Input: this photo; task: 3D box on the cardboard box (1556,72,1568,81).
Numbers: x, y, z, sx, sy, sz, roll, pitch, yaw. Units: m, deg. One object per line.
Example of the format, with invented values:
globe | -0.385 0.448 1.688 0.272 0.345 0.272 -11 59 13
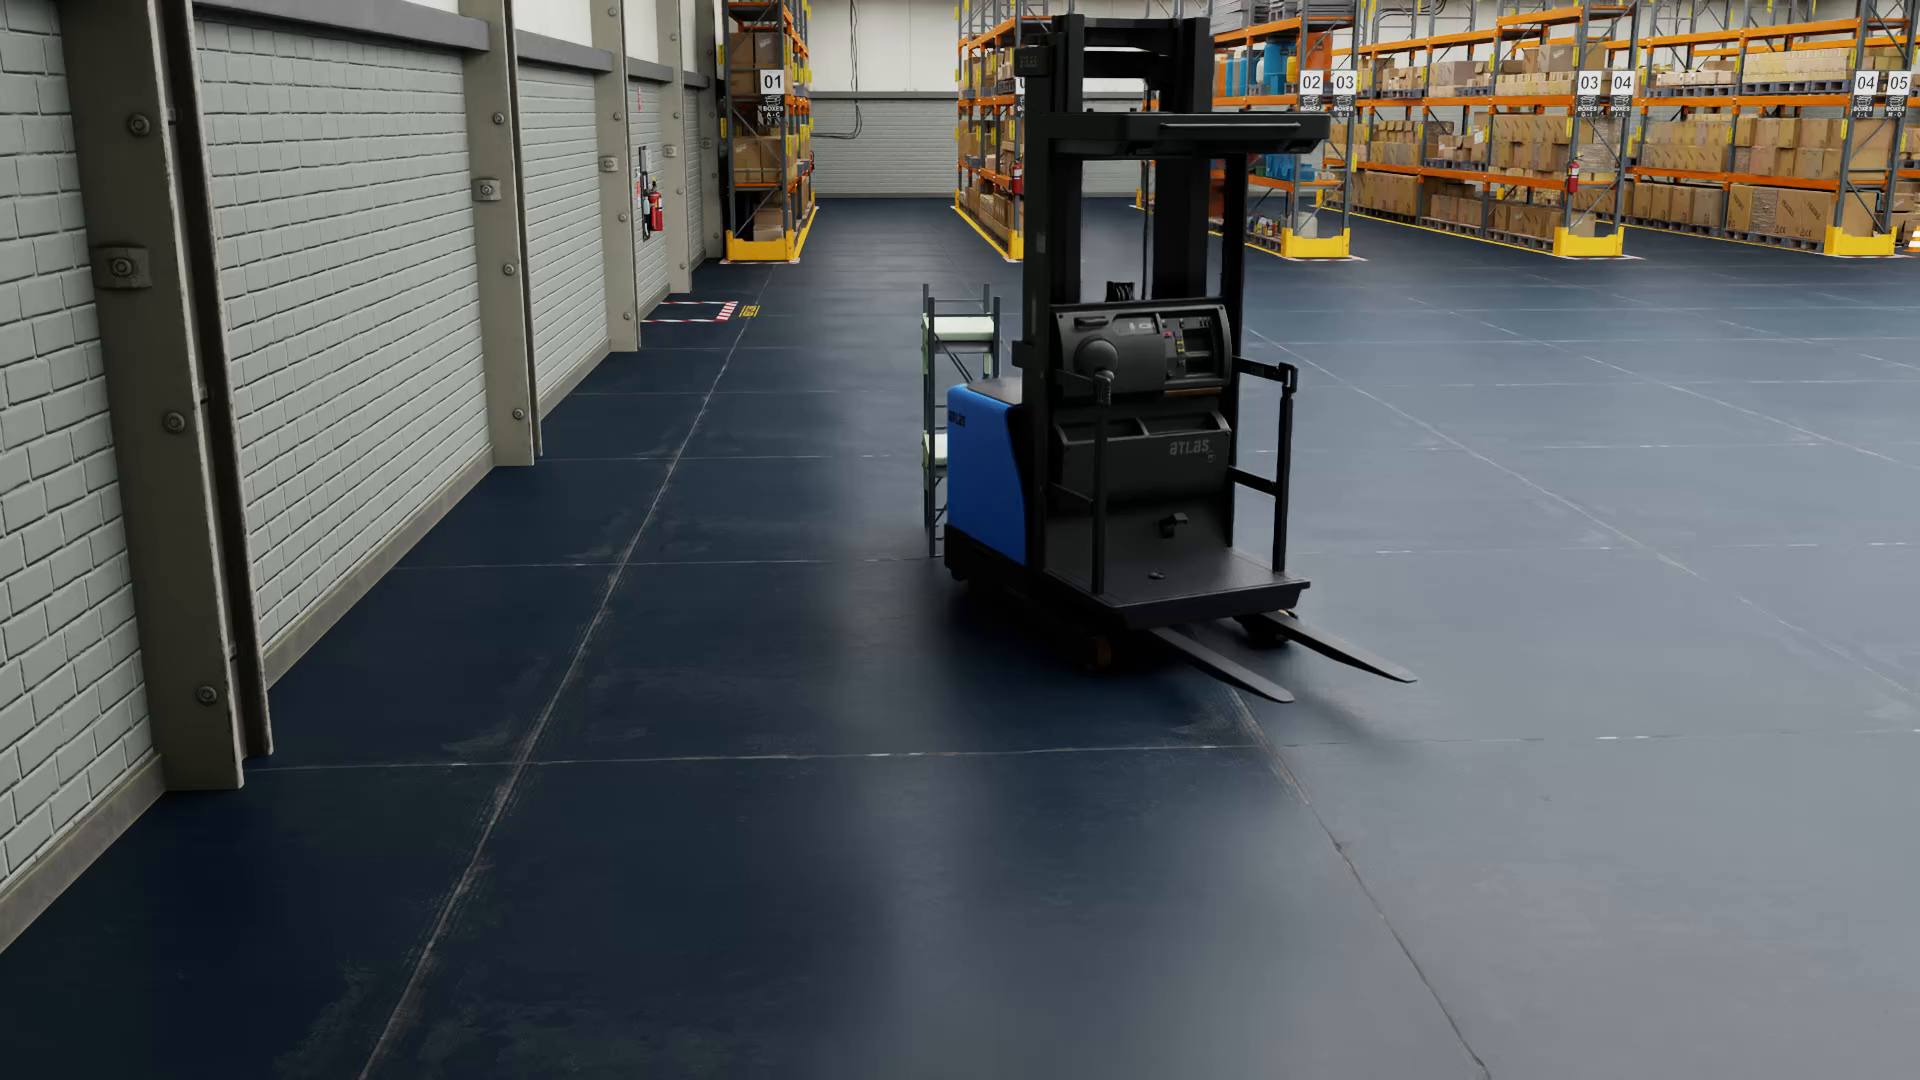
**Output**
cardboard box | 10.983 -8.359 29.975 0.380 0.149 0.250 -2 15 -6

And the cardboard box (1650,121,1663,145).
cardboard box | 15.816 -9.050 36.974 0.700 0.500 0.500 -1 14 -4

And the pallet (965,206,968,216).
pallet | 0.664 -8.241 41.633 1.003 0.211 1.213 -1 14 -3

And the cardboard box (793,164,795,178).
cardboard box | -3.309 -6.804 30.711 0.500 0.250 0.500 -1 14 -3

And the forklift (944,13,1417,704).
forklift | 0.974 -0.936 7.780 1.130 2.935 3.031 -6 16 -23

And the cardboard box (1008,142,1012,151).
cardboard box | 1.109 -7.404 31.279 0.380 0.149 0.250 -1 14 -5

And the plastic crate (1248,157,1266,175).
plastic crate | 6.051 -7.345 32.677 0.767 0.338 0.504 -1 14 -3

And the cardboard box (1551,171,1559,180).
cardboard box | 11.032 -6.658 30.388 0.380 0.149 0.250 -1 14 -3

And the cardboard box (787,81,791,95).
cardboard box | -3.354 -8.353 30.211 0.500 0.500 0.500 0 14 0

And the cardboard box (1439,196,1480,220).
cardboard box | 10.950 -7.276 36.421 0.700 0.500 0.500 -2 15 -8

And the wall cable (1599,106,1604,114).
wall cable | 19.864 -12.630 50.992 0.585 1.953 0.123 -1 14 -3

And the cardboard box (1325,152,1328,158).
cardboard box | 10.038 -10.353 44.747 0.380 0.149 0.250 -1 14 -3

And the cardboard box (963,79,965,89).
cardboard box | 0.349 -11.409 41.625 0.500 0.250 0.500 -1 14 -3

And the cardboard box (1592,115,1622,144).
cardboard box | 11.575 -7.406 29.987 0.500 0.500 0.500 -1 14 -3

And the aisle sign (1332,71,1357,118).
aisle sign | 6.690 -7.758 28.940 0.394 0.787 0.004 -1 14 -3

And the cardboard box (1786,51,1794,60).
cardboard box | 15.823 -9.130 31.330 0.380 0.149 0.250 -1 14 -4

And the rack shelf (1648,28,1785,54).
rack shelf | 15.922 -10.495 35.005 1.077 0.370 4.000 -1 14 -3

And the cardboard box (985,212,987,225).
cardboard box | 0.795 -6.781 35.038 0.500 0.250 0.500 -1 14 -2

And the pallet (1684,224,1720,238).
pallet | 15.923 -6.475 34.768 1.003 0.211 1.213 -1 14 -3

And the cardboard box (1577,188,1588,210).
cardboard box | 15.366 -8.298 40.430 0.500 0.500 0.500 0 14 -1

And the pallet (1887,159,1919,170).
pallet | 20.896 -8.146 36.054 1.003 0.211 1.213 -1 14 -3

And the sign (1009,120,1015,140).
sign | 0.907 -7.107 28.830 0.100 0.325 0.005 -1 14 -3

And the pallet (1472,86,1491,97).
pallet | 11.157 -9.100 33.732 1.213 0.211 1.003 -1 14 -3

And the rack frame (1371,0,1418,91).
rack frame | 10.593 -12.478 40.465 1.000 3.000 0.127 -1 14 -3

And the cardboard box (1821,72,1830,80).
cardboard box | 15.903 -8.427 30.199 0.380 0.149 0.250 -1 14 -3

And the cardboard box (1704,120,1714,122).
cardboard box | 20.061 -10.873 44.059 0.500 0.500 0.500 -1 14 -4

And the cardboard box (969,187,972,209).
cardboard box | 0.493 -8.299 40.396 0.500 0.500 0.500 -2 15 -6

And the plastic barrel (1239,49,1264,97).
plastic barrel | 5.898 -9.325 33.225 0.600 0.901 0.708 -1 14 -3

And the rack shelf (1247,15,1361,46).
rack shelf | 6.270 -9.373 30.641 1.077 0.370 4.000 -1 14 -3

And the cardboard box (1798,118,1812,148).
cardboard box | 16.284 -7.605 31.097 0.875 0.550 0.550 -1 14 -3

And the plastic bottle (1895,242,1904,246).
plastic bottle | 18.038 -5.702 32.064 0.133 0.061 0.283 -6 16 -23

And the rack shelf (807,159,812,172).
rack shelf | -4.362 -9.492 42.344 1.077 0.370 4.000 -1 14 -3

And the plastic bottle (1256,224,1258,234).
plastic bottle | 5.787 -6.040 32.214 0.097 0.201 0.097 0 14 0

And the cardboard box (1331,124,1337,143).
cardboard box | 10.137 -10.754 44.004 0.500 0.500 0.500 -1 14 -5

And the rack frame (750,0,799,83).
rack frame | -3.990 -11.254 35.707 1.000 3.000 0.127 -1 14 -3

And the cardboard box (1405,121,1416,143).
cardboard box | 10.775 -9.457 38.546 0.797 0.503 0.637 -1 14 -2

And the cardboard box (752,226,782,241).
cardboard box | -3.448 -5.443 29.676 0.500 0.311 0.500 -3 15 -10

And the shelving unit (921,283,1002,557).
shelving unit | 0.000 -0.725 9.833 0.431 1.500 0.755 -1 14 -3

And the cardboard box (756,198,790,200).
cardboard box | -3.978 -7.043 35.513 0.700 0.500 0.500 -1 14 -4

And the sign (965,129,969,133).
sign | 0.165 -9.830 40.474 0.100 0.325 0.005 -1 14 -3

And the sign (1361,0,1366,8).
sign | 6.943 -9.324 28.623 0.100 0.325 0.005 -1 14 -3

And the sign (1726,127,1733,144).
sign | 15.505 -8.146 33.503 0.100 0.325 0.005 -1 14 -3

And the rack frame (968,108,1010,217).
rack frame | 0.706 -9.421 40.622 1.000 3.000 0.127 -1 14 -3

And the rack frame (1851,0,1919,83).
rack frame | 16.294 -9.545 29.066 1.000 3.000 0.127 -1 14 -3

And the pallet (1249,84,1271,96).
pallet | 6.288 -8.690 32.141 1.213 0.211 1.003 -1 14 -3

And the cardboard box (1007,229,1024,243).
cardboard box | 1.121 -5.437 29.813 0.500 0.250 0.500 -1 14 -3

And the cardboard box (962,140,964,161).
cardboard box | 0.317 -9.972 42.564 0.500 0.500 0.500 -1 14 -3

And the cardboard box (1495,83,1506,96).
cardboard box | 10.861 -8.847 32.674 0.500 0.250 0.500 -1 15 -6

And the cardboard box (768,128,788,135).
cardboard box | -3.904 -8.759 35.665 0.380 0.149 0.250 -3 15 -13

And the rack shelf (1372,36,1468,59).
rack shelf | 10.717 -11.439 38.671 1.077 0.370 4.000 -1 14 -3

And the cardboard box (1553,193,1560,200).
cardboard box | 15.213 -8.665 41.964 0.380 0.149 0.250 -1 14 -2

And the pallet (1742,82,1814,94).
pallet | 16.086 -8.841 32.525 1.003 0.211 1.213 -1 14 -3
